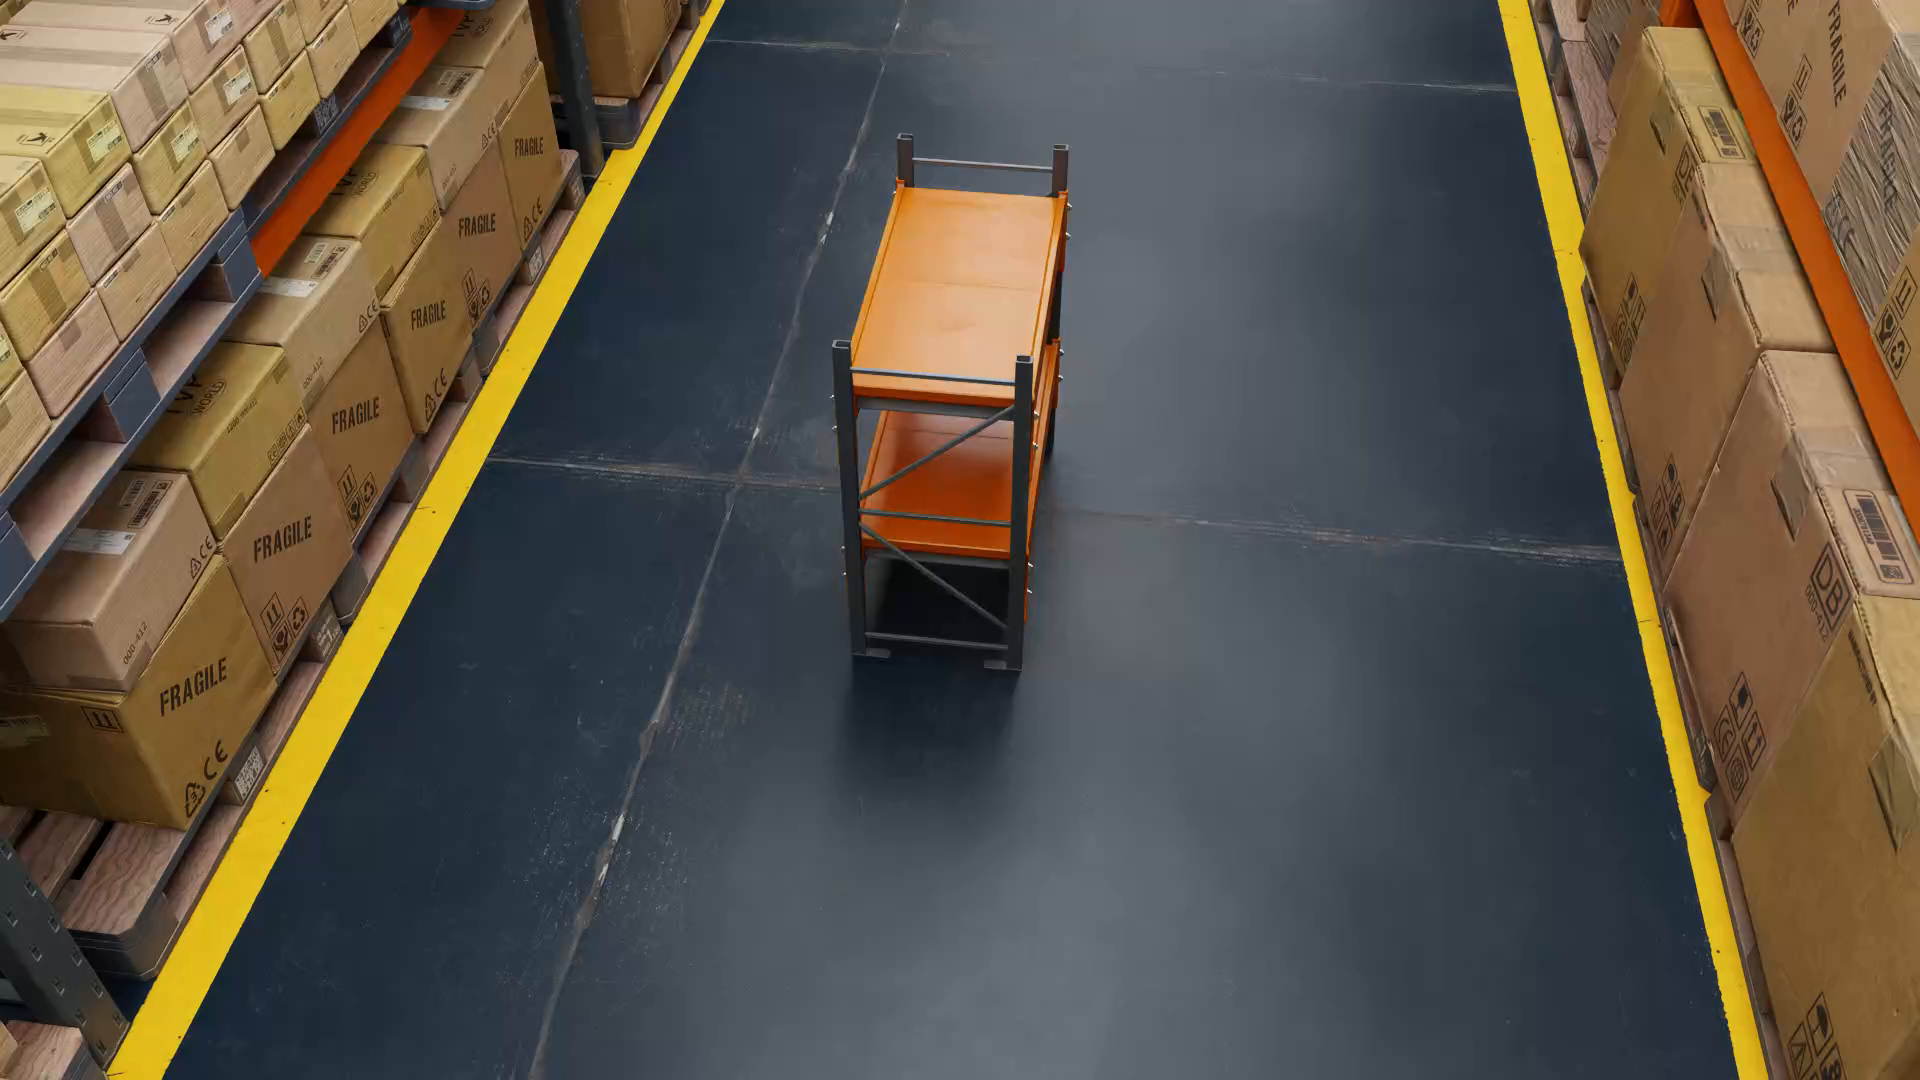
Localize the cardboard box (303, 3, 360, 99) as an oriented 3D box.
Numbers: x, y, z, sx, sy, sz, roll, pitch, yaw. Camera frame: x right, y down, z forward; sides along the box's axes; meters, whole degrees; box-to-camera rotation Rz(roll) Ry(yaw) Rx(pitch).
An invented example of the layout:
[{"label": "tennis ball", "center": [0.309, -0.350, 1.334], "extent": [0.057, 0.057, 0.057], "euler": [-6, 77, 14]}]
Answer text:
[{"label": "cardboard box", "center": [-1.789, -1.270, 4.287], "extent": [0.380, 0.149, 0.250], "euler": [3, 44, 4]}]

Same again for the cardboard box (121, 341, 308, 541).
[{"label": "cardboard box", "center": [-2.073, -0.280, 4.331], "extent": [0.500, 0.250, 0.500], "euler": [6, 44, 7]}]

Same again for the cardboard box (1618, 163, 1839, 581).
[{"label": "cardboard box", "center": [2.694, -0.432, 4.765], "extent": [1.225, 0.875, 0.875], "euler": [5, 44, 6]}]

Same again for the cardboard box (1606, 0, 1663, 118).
[{"label": "cardboard box", "center": [3.000, -1.837, 6.506], "extent": [0.700, 0.500, 0.500], "euler": [3, 44, 3]}]

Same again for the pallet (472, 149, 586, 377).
[{"label": "pallet", "center": [-2.077, -1.101, 6.259], "extent": [1.003, 0.211, 1.213], "euler": [5, 44, 6]}]

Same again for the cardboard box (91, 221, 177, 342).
[{"label": "cardboard box", "center": [-1.925, -0.567, 3.545], "extent": [0.380, 0.149, 0.250], "euler": [6, 44, 6]}]

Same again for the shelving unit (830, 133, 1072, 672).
[{"label": "shelving unit", "center": [-0.001, -0.404, 4.858], "extent": [0.538, 1.125, 1.048], "euler": [5, 44, 6]}]

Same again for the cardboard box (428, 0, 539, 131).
[{"label": "cardboard box", "center": [-1.803, -1.673, 5.803], "extent": [0.500, 0.250, 0.500], "euler": [4, 44, 5]}]

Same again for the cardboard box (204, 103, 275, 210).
[{"label": "cardboard box", "center": [-1.858, -0.912, 3.909], "extent": [0.380, 0.149, 0.250], "euler": [3, 44, 4]}]

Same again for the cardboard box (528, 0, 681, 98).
[{"label": "cardboard box", "center": [-1.802, -2.388, 6.922], "extent": [1.050, 0.750, 0.750], "euler": [5, 44, 5]}]

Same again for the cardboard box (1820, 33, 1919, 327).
[{"label": "cardboard box", "center": [2.399, -0.814, 3.856], "extent": [0.500, 0.500, 0.500], "euler": [5, 44, 6]}]

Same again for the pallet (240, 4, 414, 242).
[{"label": "pallet", "center": [-2.193, -1.224, 4.500], "extent": [1.003, 0.211, 1.213], "euler": [5, 44, 6]}]

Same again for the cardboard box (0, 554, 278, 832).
[{"label": "cardboard box", "center": [-2.140, 0.356, 4.205], "extent": [0.500, 0.500, 0.500], "euler": [7, 44, 7]}]

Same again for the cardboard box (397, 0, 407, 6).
[{"label": "cardboard box", "center": [-1.720, -1.632, 4.669], "extent": [0.380, 0.149, 0.250], "euler": [3, 44, 4]}]

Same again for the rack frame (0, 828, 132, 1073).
[{"label": "rack frame", "center": [-2.501, 0.080, 2.984], "extent": [1.000, 3.000, 0.127], "euler": [5, 44, 6]}]

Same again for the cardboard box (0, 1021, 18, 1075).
[{"label": "cardboard box", "center": [-2.227, 1.098, 3.460], "extent": [0.380, 0.149, 0.250], "euler": [6, 44, 6]}]

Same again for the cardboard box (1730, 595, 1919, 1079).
[{"label": "cardboard box", "center": [2.467, 0.781, 3.484], "extent": [1.225, 0.875, 0.875], "euler": [5, 44, 6]}]

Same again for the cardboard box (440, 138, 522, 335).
[{"label": "cardboard box", "center": [-1.872, -1.065, 5.706], "extent": [0.500, 0.500, 0.500], "euler": [7, 44, 7]}]

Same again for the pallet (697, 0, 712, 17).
[{"label": "pallet", "center": [-1.629, -2.993, 8.257], "extent": [1.003, 0.211, 1.213], "euler": [5, 44, 6]}]

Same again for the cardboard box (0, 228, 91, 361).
[{"label": "cardboard box", "center": [-1.961, -0.493, 3.250], "extent": [0.380, 0.149, 0.250], "euler": [4, 44, 5]}]

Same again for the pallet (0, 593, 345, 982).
[{"label": "pallet", "center": [-2.399, 0.562, 4.503], "extent": [1.003, 0.211, 1.213], "euler": [5, 44, 6]}]

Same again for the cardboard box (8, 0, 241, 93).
[{"label": "cardboard box", "center": [-1.857, -1.133, 3.710], "extent": [0.380, 0.149, 0.250], "euler": [5, 44, 5]}]

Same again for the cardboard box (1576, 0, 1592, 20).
[{"label": "cardboard box", "center": [3.129, -2.603, 7.315], "extent": [0.700, 0.500, 0.500], "euler": [9, 44, 9]}]

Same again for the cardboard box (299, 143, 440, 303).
[{"label": "cardboard box", "center": [-1.941, -0.983, 5.074], "extent": [0.500, 0.250, 0.500], "euler": [6, 44, 6]}]

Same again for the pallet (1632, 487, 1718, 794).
[{"label": "pallet", "center": [2.588, 0.246, 4.837], "extent": [1.003, 0.211, 1.213], "euler": [5, 44, 6]}]

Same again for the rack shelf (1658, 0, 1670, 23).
[{"label": "rack shelf", "center": [3.195, -3.228, 7.001], "extent": [1.077, 0.370, 4.000], "euler": [5, 44, 6]}]

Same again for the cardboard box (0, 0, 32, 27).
[{"label": "cardboard box", "center": [-2.473, -1.277, 4.078], "extent": [0.380, 0.149, 0.250], "euler": [5, 44, 6]}]

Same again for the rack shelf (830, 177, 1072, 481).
[{"label": "rack shelf", "center": [-0.001, -0.616, 4.657], "extent": [0.538, 0.278, 1.000], "euler": [5, 44, 6]}]

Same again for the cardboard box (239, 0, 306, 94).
[{"label": "cardboard box", "center": [-1.824, -1.211, 4.008], "extent": [0.380, 0.149, 0.250], "euler": [5, 44, 5]}]

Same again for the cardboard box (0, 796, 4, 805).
[{"label": "cardboard box", "center": [-2.653, 0.308, 4.256], "extent": [0.500, 0.500, 0.500], "euler": [4, 44, 5]}]

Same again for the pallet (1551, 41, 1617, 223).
[{"label": "pallet", "center": [3.036, -1.646, 6.835], "extent": [1.003, 0.211, 1.213], "euler": [5, 44, 6]}]

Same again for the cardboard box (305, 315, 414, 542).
[{"label": "cardboard box", "center": [-2.016, -0.363, 4.965], "extent": [0.500, 0.500, 0.500], "euler": [6, 44, 6]}]

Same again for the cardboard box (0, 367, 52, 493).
[{"label": "cardboard box", "center": [-1.993, -0.208, 3.165], "extent": [0.380, 0.149, 0.250], "euler": [3, 44, 3]}]

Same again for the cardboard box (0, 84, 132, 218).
[{"label": "cardboard box", "center": [-1.926, -0.789, 3.346], "extent": [0.380, 0.149, 0.250], "euler": [6, 44, 6]}]

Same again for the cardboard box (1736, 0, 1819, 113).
[{"label": "cardboard box", "center": [2.531, -1.504, 4.584], "extent": [0.500, 0.500, 0.500], "euler": [4, 44, 4]}]

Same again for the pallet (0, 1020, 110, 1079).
[{"label": "pallet", "center": [-2.555, 1.554, 3.456], "extent": [1.003, 0.211, 1.213], "euler": [5, 44, 6]}]

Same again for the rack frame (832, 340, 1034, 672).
[{"label": "rack frame", "center": [-0.068, -0.057, 4.493], "extent": [0.500, 1.125, 0.032], "euler": [5, 44, 6]}]

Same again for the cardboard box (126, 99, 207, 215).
[{"label": "cardboard box", "center": [-1.893, -0.846, 3.623], "extent": [0.380, 0.149, 0.250], "euler": [4, 44, 4]}]
